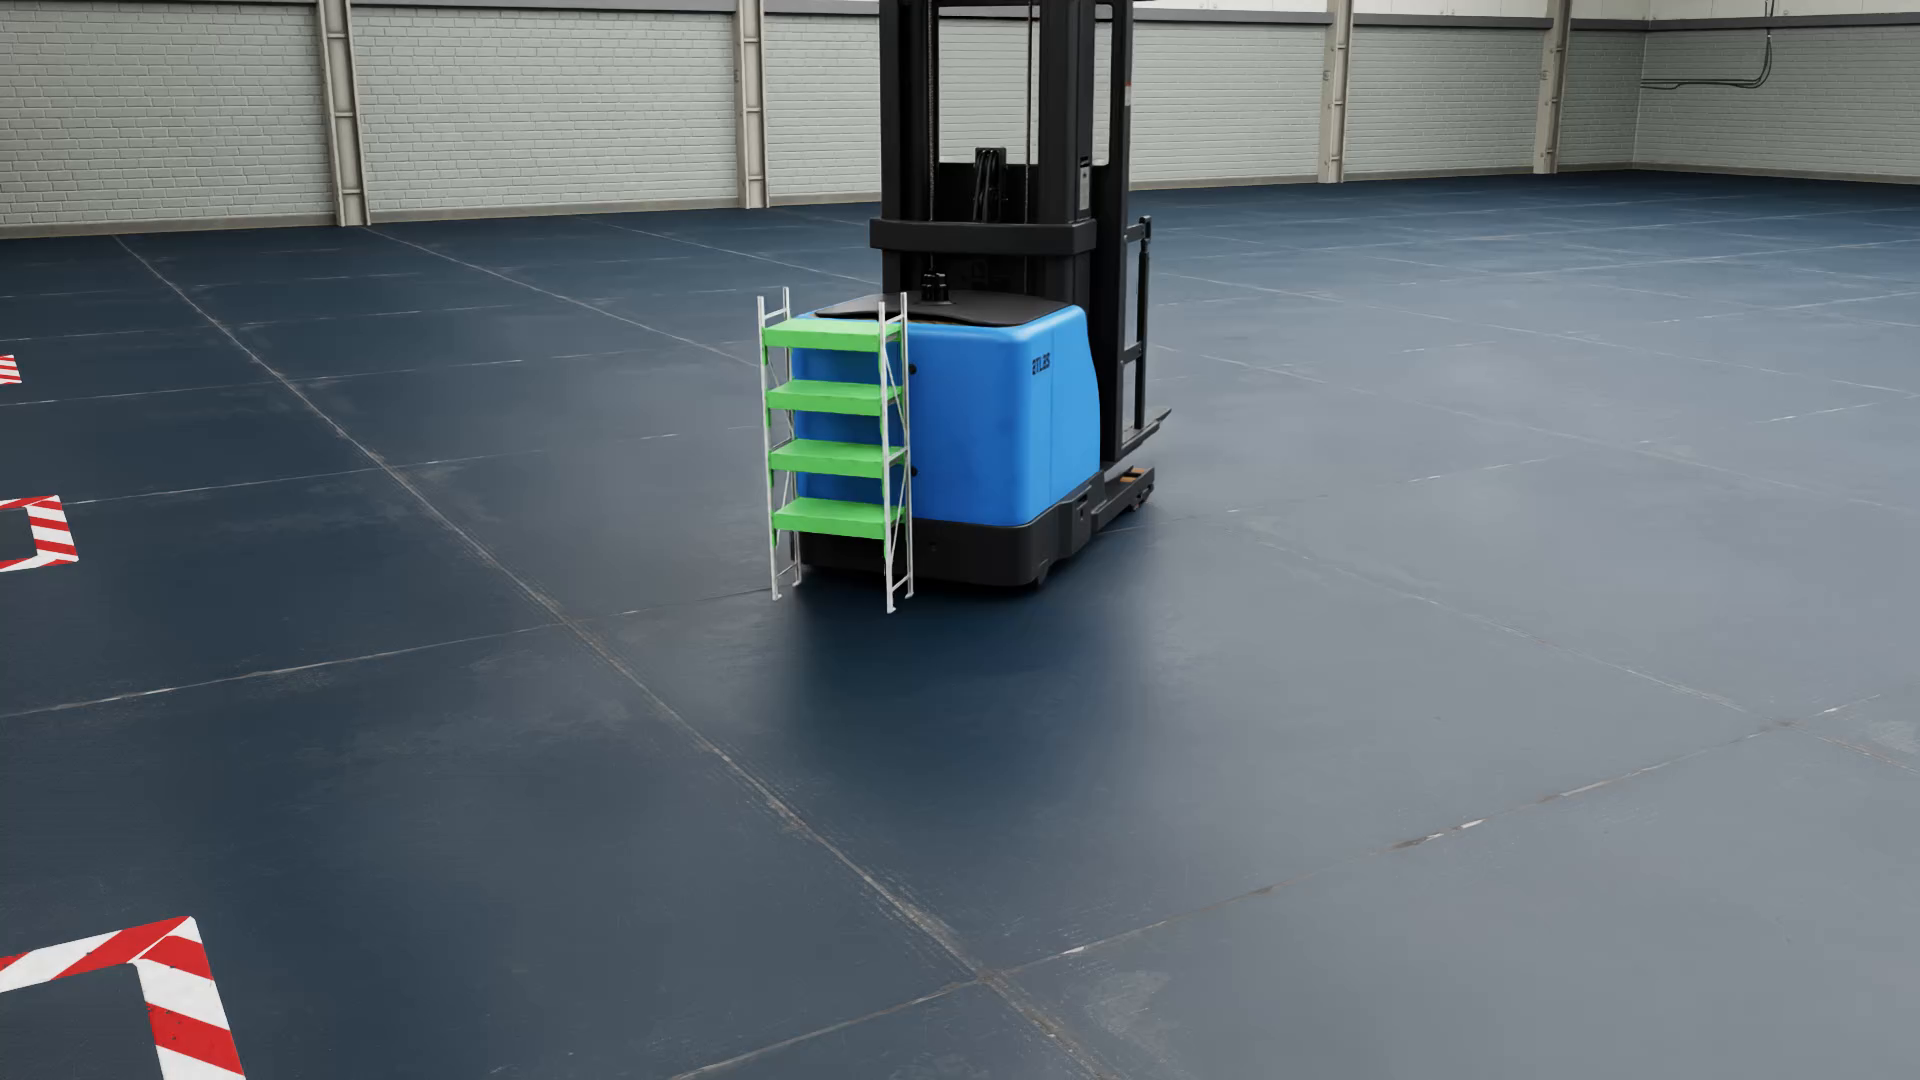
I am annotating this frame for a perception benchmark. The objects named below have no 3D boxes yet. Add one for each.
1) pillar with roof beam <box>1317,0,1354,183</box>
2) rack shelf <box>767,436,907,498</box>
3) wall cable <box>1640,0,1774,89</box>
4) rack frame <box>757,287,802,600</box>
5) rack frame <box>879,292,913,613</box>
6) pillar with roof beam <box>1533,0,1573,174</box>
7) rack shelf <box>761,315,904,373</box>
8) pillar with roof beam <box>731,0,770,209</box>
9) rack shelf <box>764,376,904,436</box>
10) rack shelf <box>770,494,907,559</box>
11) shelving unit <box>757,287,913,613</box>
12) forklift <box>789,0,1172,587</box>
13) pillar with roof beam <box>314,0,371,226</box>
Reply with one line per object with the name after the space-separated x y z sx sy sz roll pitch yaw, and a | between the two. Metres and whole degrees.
9.298 -10.180 27.055 0.400 9.000 9.100 -9 18 -30 | pillar with roof beam
-0.469 -0.286 6.423 0.480 0.148 0.258 6 19 19 | rack shelf
15.431 -10.619 34.372 0.112 2.526 3.097 -9 18 -30 | wall cable
-0.700 -0.369 6.483 0.015 1.200 0.240 6 19 19 | rack frame
-0.241 -0.324 6.325 0.015 1.200 0.240 6 19 19 | rack frame
14.441 -11.014 30.030 0.400 9.000 9.100 -9 18 -30 | pillar with roof beam
-0.476 -0.743 6.277 0.480 0.148 0.258 6 19 19 | rack shelf
-0.988 -8.512 21.104 0.400 9.000 9.100 -9 18 -30 | pillar with roof beam
-0.473 -0.514 6.350 0.480 0.148 0.258 6 19 19 | rack shelf
-0.466 -0.057 6.496 0.480 0.148 0.258 6 19 19 | rack shelf
-0.470 -0.346 6.404 0.503 1.200 0.258 6 19 19 | shelving unit
0.305 -1.583 7.626 1.130 2.935 3.031 6 17 20 | forklift
-6.131 -7.678 18.129 0.400 9.000 9.100 -9 18 -30 | pillar with roof beam
